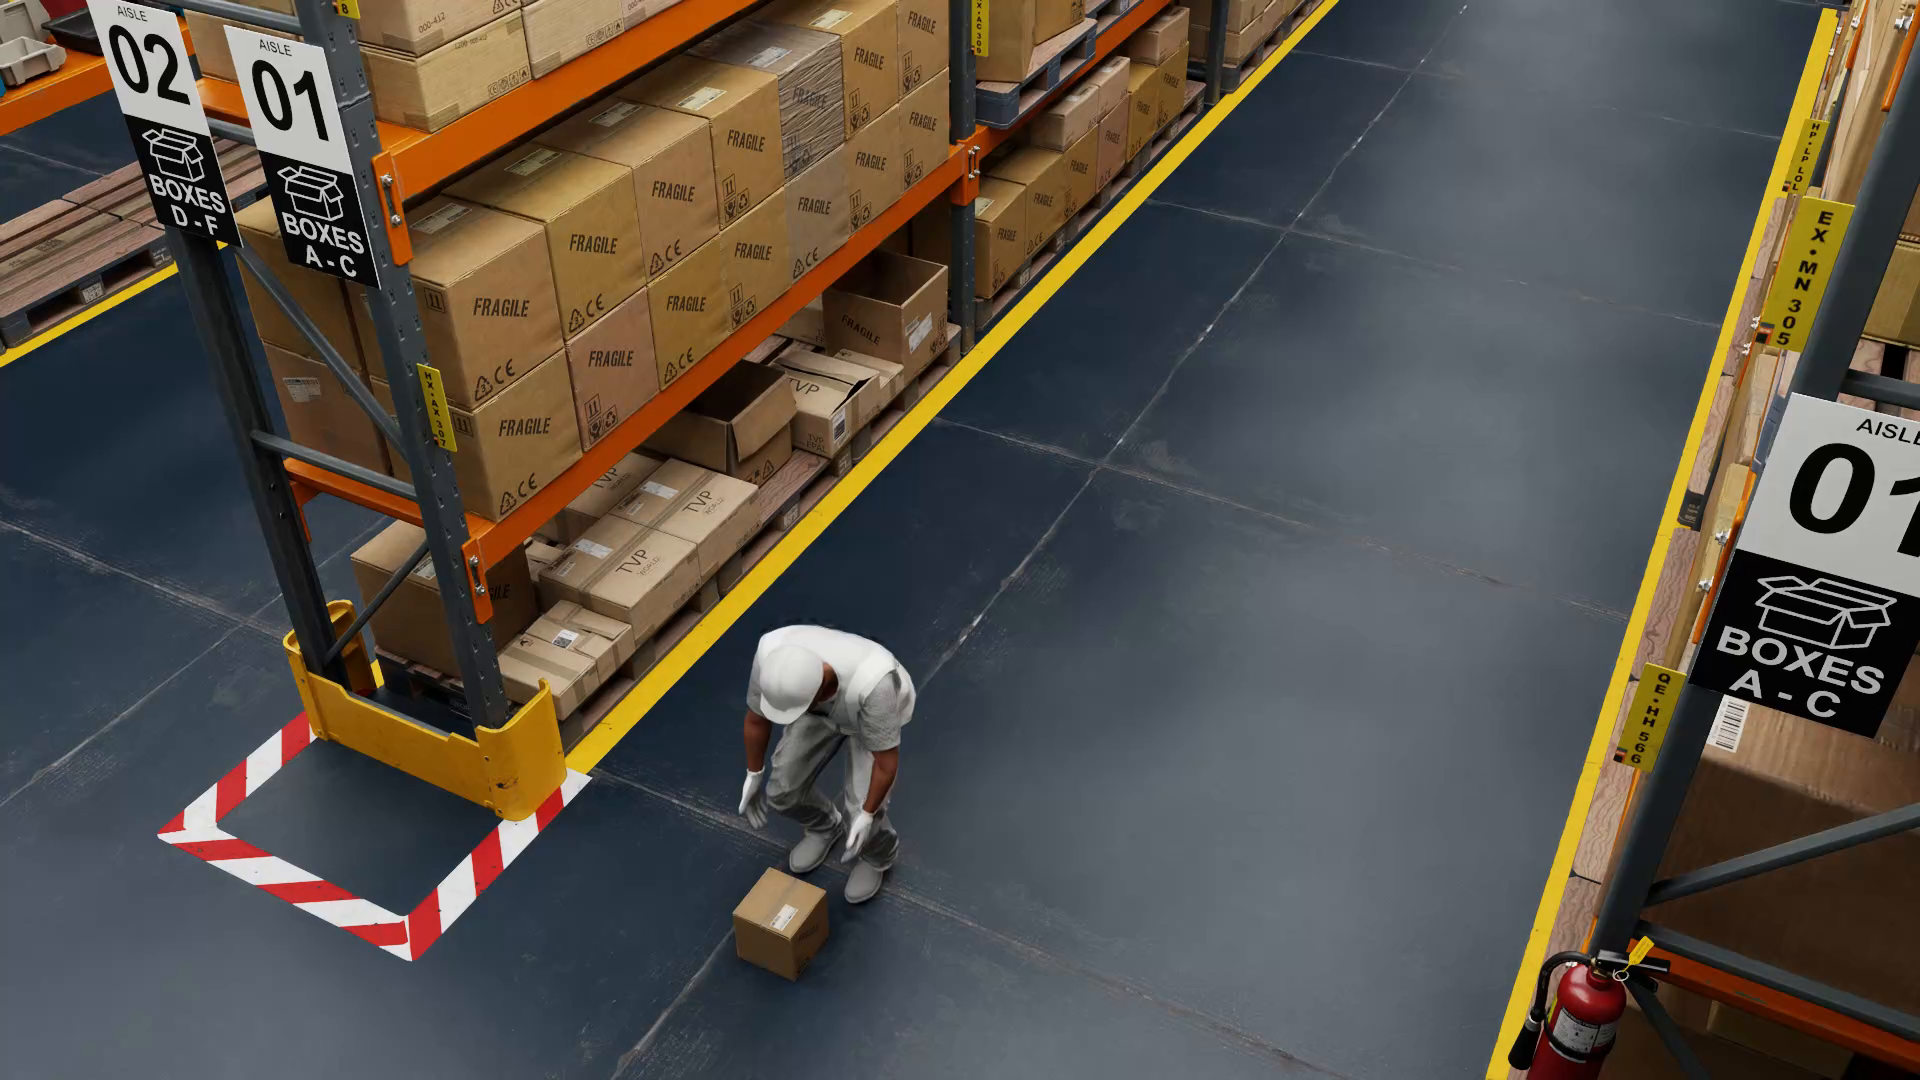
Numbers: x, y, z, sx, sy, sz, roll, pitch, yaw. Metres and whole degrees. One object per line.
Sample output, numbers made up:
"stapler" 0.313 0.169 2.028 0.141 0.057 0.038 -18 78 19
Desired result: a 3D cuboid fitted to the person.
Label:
"person" -0.440 0.761 6.077 0.613 1.380 0.789 18 41 21
